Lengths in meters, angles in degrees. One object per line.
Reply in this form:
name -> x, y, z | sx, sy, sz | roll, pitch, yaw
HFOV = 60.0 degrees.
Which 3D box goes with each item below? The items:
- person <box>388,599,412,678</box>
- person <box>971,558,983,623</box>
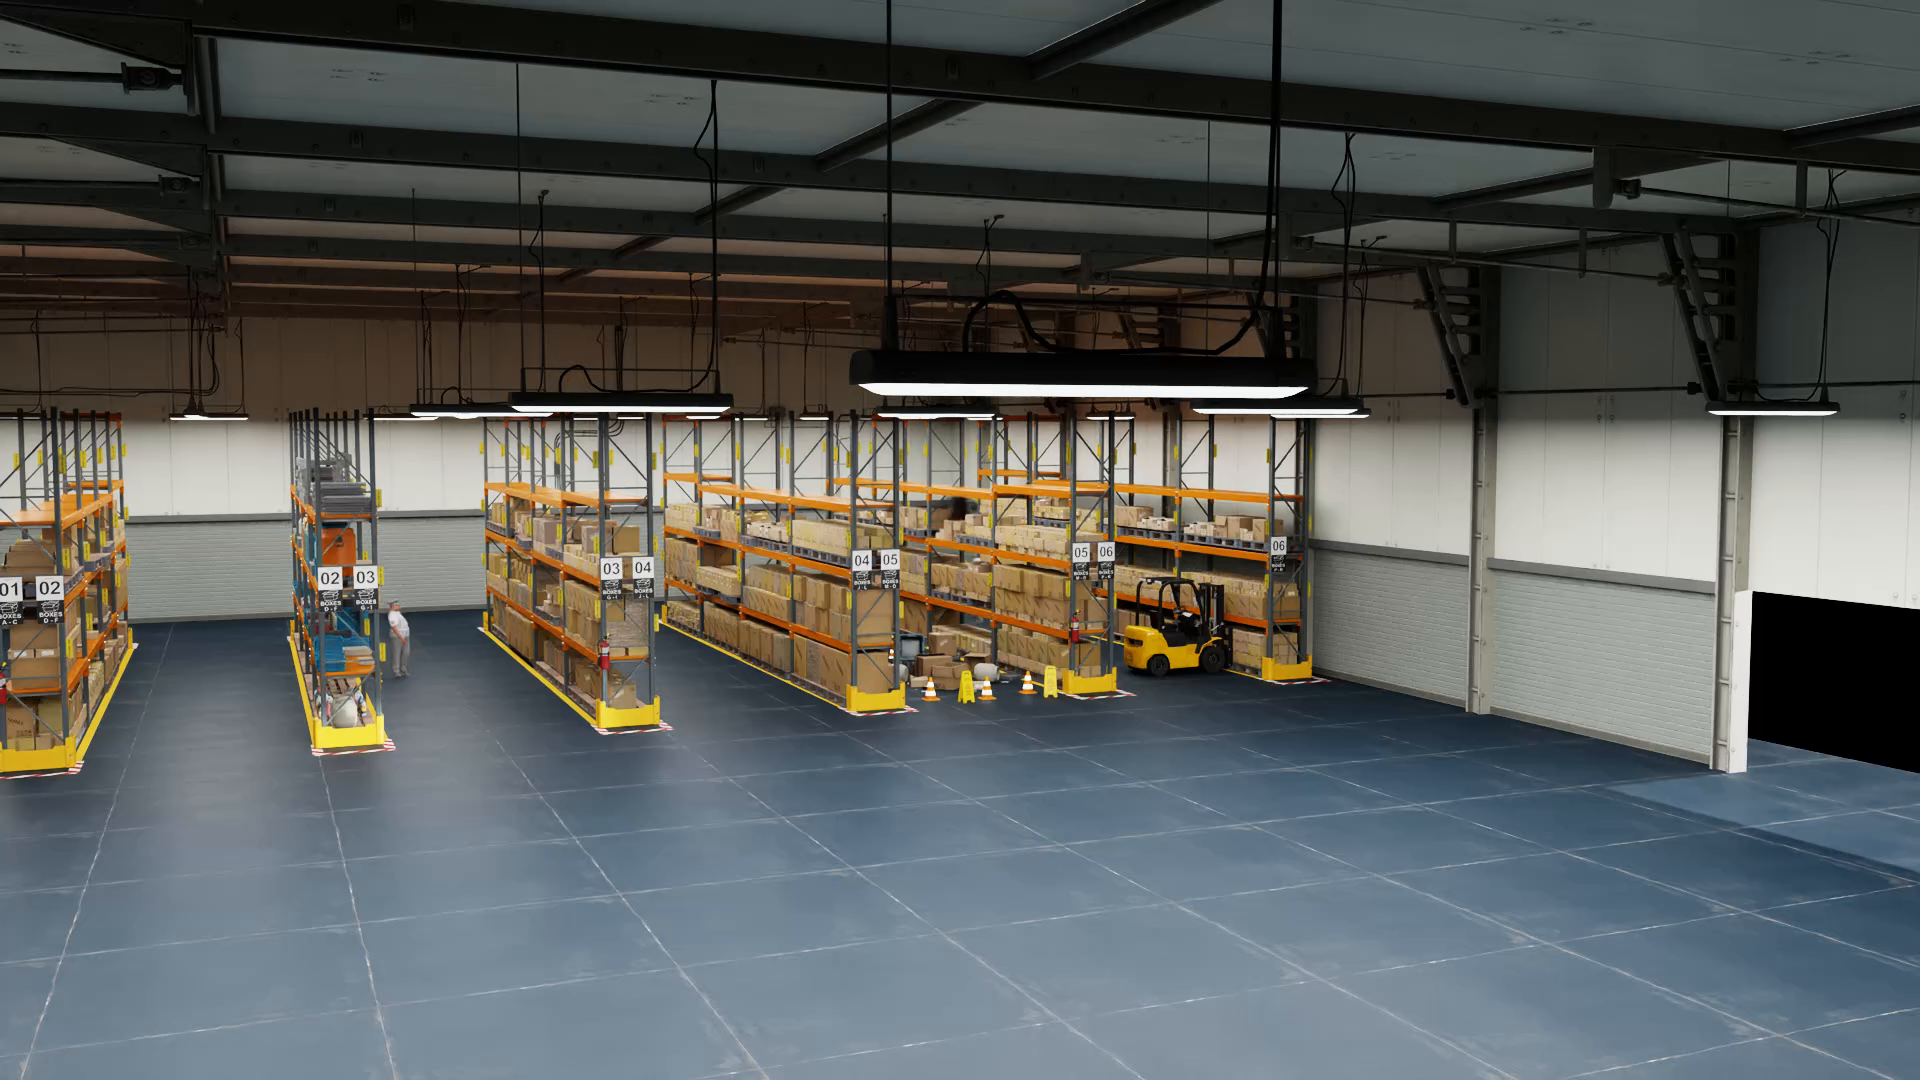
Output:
person -> -12.658, 2.235, 37.611 | 0.611, 1.802, 0.595 | 2, 4, 25
person -> 0.463, 1.370, 45.312 | 0.358, 1.768, 0.661 | -1, 4, -18
